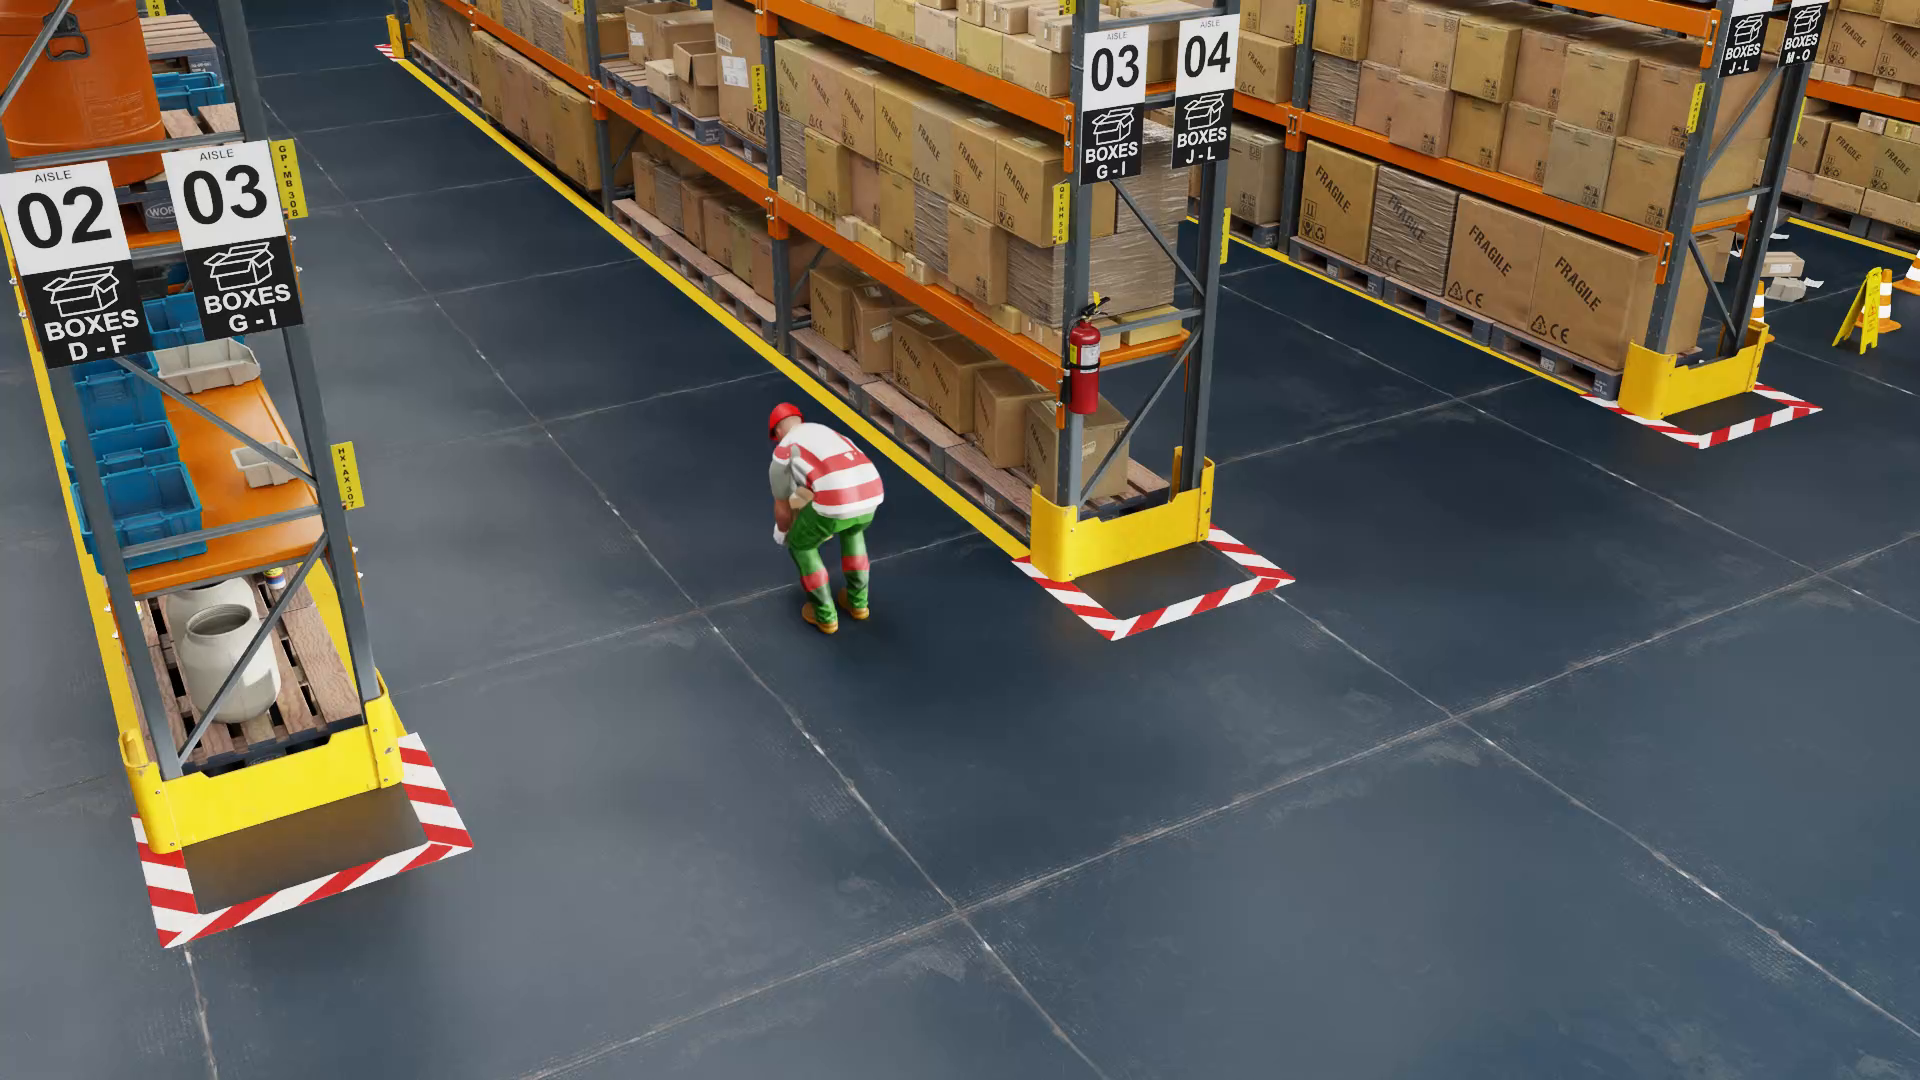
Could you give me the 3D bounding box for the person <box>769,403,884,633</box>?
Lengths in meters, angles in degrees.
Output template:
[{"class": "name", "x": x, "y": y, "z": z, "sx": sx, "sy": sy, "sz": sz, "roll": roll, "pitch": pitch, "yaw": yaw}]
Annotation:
[{"class": "person", "x": -0.795, "y": -0.128, "z": 9.453, "sx": 0.517, "sy": 1.134, "sz": 0.951, "roll": -17, "pitch": 33, "yaw": -29}]
